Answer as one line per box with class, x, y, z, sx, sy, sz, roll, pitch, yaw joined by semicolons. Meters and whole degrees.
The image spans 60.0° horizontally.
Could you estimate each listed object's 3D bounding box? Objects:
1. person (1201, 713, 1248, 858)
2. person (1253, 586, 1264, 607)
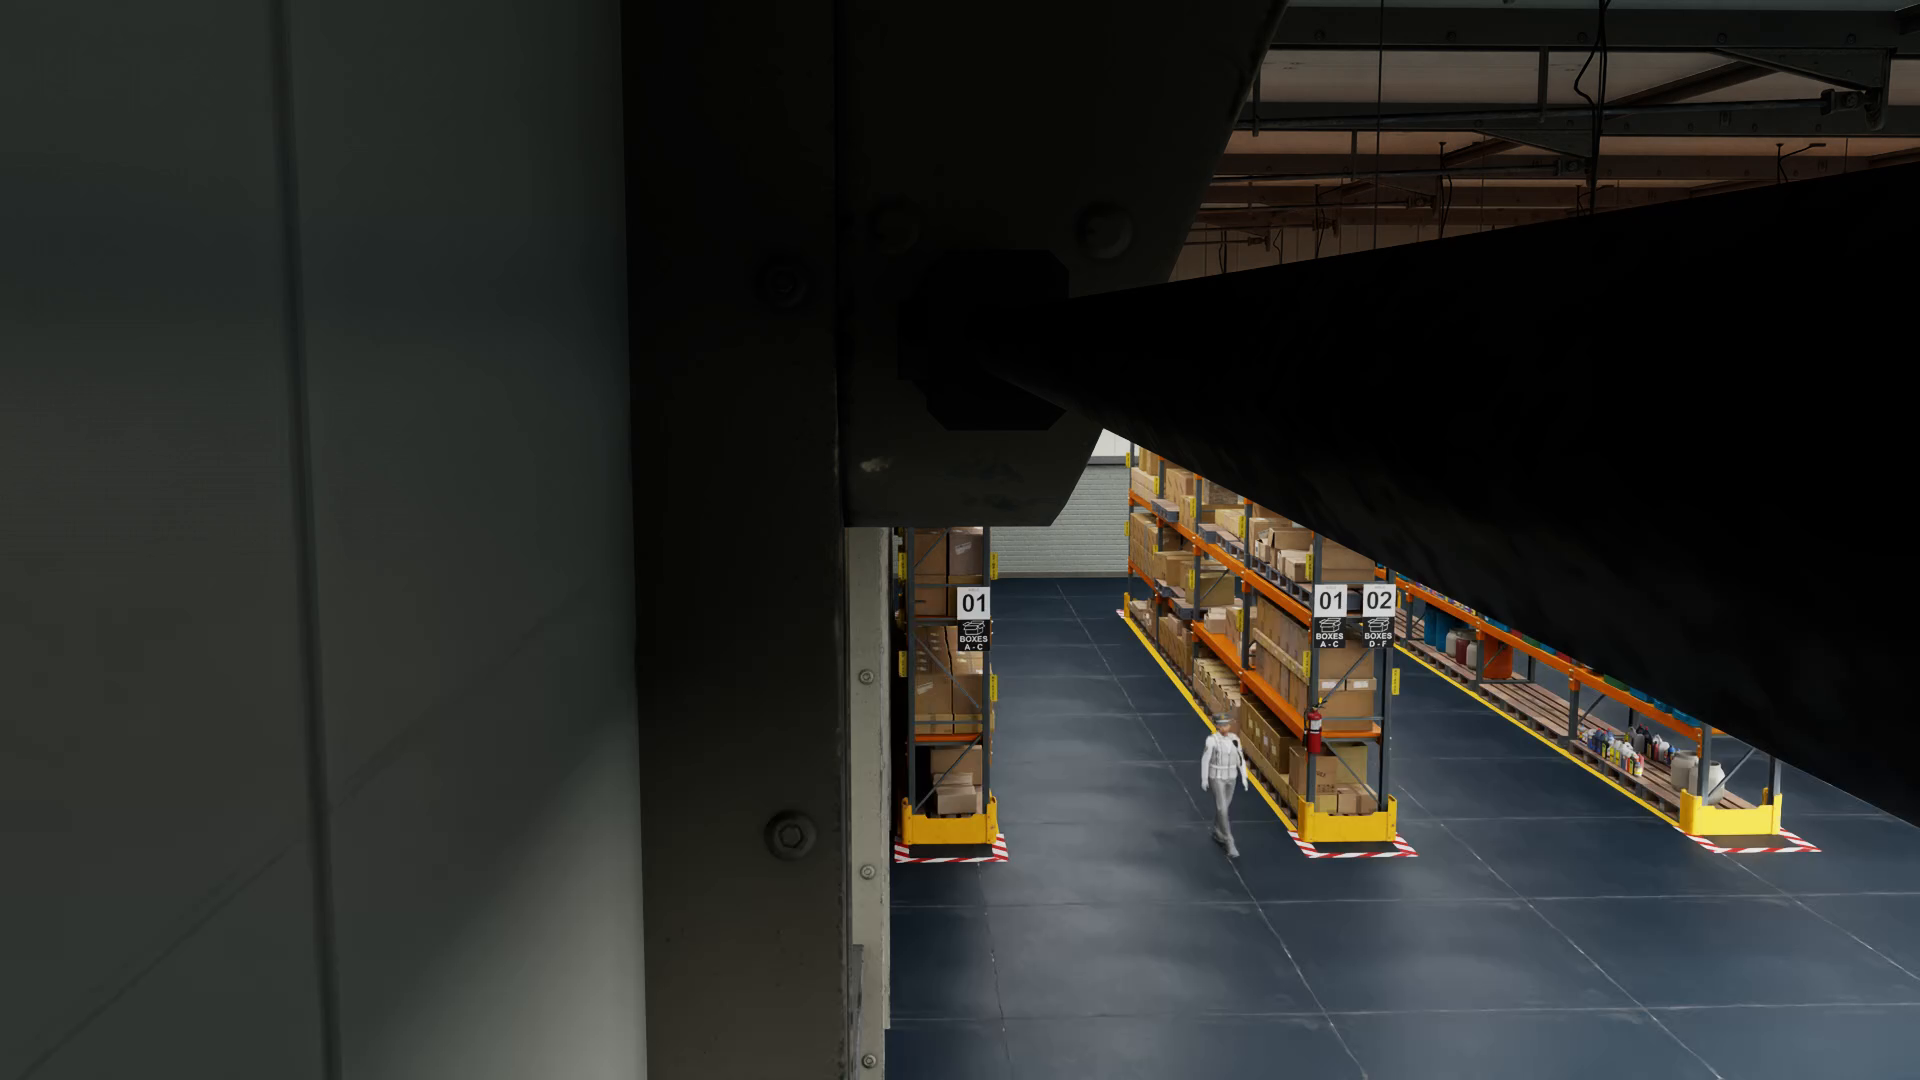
person;3.230;2.940;20.193;0.475;1.698;0.753;-3;8;-21
person;6.350;0.964;35.526;0.443;1.657;0.503;7;10;44
